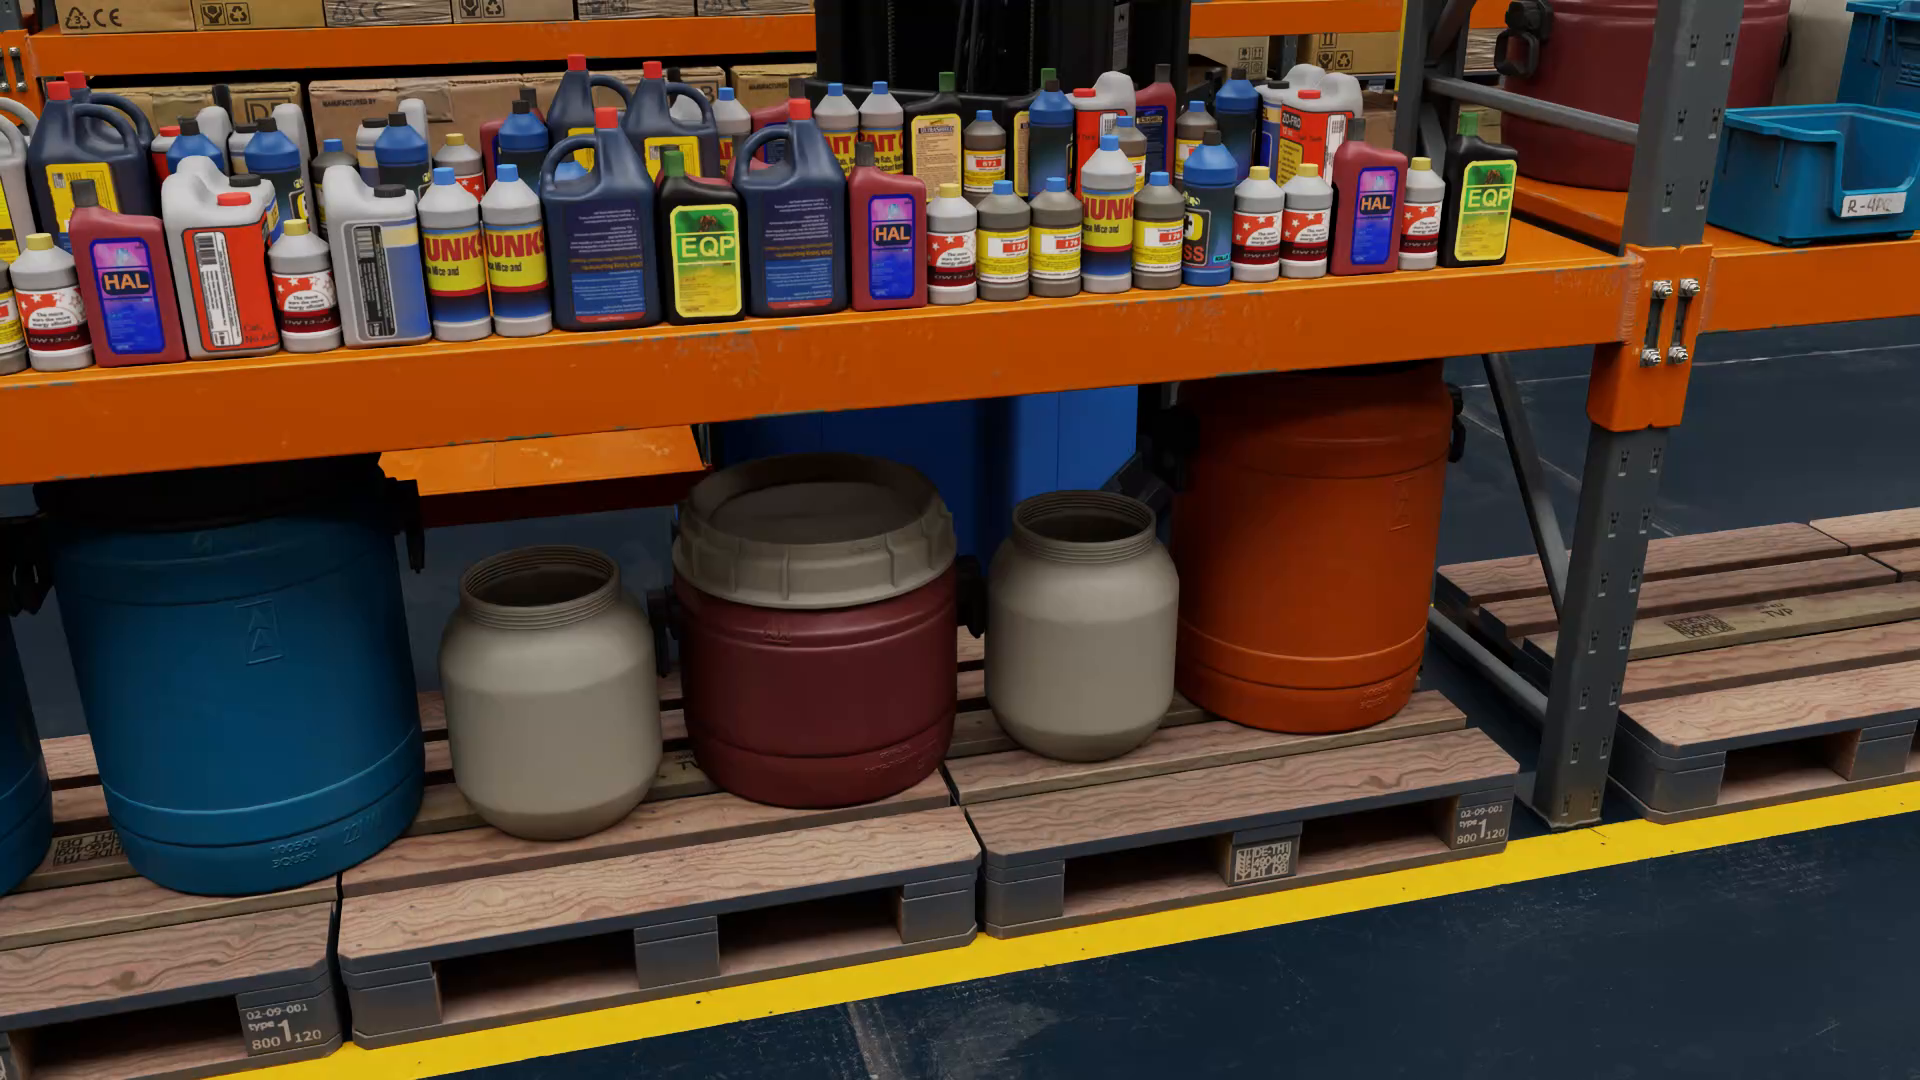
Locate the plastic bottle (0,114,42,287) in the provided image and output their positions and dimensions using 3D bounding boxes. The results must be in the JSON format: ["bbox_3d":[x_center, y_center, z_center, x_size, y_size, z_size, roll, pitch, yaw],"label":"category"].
[{"bbox_3d":[-1.766,-0.638,2.994,0.185,0.351,0.144,-6,24,-14],"label":"plastic bottle"}]

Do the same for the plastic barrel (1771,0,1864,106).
[{"bbox_3d":[2.183,-1.161,4.010,0.421,0.512,0.421,0,23,0],"label":"plastic barrel"}]

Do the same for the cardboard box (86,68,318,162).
[{"bbox_3d":[-3.329,-1.666,7.490,0.875,0.875,1.225,-6,24,-14],"label":"cardboard box"}]

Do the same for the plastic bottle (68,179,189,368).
[{"bbox_3d":[-1.278,-0.411,2.552,0.133,0.283,0.061,-6,24,-14],"label":"plastic bottle"}]

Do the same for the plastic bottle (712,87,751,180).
[{"bbox_3d":[-0.485,-0.811,3.500,0.097,0.271,0.097,0,23,0],"label":"plastic bottle"}]

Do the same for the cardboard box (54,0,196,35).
[{"bbox_3d":[-3.429,-2.373,6.850,0.500,0.500,0.500,-6,24,-14],"label":"cardboard box"}]

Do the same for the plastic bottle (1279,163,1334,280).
[{"bbox_3d":[0.637,-0.593,3.079,0.097,0.201,0.097,0,23,0],"label":"plastic bottle"}]

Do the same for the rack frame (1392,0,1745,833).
[{"bbox_3d":[1.250,-0.919,3.587,0.127,3.000,1.000,-6,24,-14],"label":"rack frame"}]

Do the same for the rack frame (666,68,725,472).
[{"bbox_3d":[-0.629,-0.354,4.083,0.032,1.500,0.500,-6,24,-13],"label":"rack frame"}]

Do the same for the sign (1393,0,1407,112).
[{"bbox_3d":[1.094,-1.202,4.040,0.005,0.325,0.100,-6,24,-14],"label":"sign"}]

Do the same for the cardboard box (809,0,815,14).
[{"bbox_3d":[-0.496,-2.699,7.608,0.500,0.500,0.500,-6,24,-13],"label":"cardboard box"}]

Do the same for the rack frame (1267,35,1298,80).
[{"bbox_3d":[2.521,-5.119,13.377,0.127,3.000,1.000,-6,24,-14],"label":"rack frame"}]

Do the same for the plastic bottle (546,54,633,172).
[{"bbox_3d":[-0.744,-0.810,3.395,0.185,0.351,0.144,-6,24,-14],"label":"plastic bottle"}]

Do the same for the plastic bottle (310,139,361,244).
[{"bbox_3d":[-1.238,-0.696,3.320,0.097,0.201,0.097,0,23,0],"label":"plastic bottle"}]

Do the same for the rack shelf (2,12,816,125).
[{"bbox_3d":[-2.014,-2.256,7.615,4.000,0.370,1.077,-6,24,-14],"label":"rack shelf"}]

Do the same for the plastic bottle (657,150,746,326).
[{"bbox_3d":[-0.431,-0.505,2.770,0.133,0.283,0.061,-6,24,-14],"label":"plastic bottle"}]

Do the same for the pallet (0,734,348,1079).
[{"bbox_3d":[-1.847,0.722,3.299,1.213,0.211,1.003,-6,24,-14],"label":"pallet"}]

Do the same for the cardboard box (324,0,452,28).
[{"bbox_3d":[-2.463,-2.480,7.100,0.500,0.500,0.500,-7,24,-16],"label":"cardboard box"}]

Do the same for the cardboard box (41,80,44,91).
[{"bbox_3d":[-6.178,-3.074,11.316,0.250,0.149,0.380,-6,24,-14],"label":"cardboard box"}]

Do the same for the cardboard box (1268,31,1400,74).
[{"bbox_3d":[3.145,-4.376,13.807,0.875,0.875,0.875,-6,24,-14],"label":"cardboard box"}]

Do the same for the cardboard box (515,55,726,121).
[{"bbox_3d":[-1.619,-1.858,7.939,0.875,0.875,1.225,-6,24,-14],"label":"cardboard box"}]

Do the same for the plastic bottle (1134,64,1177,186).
[{"bbox_3d":[0.417,-0.924,3.748,0.133,0.283,0.061,-6,24,-14],"label":"plastic bottle"}]

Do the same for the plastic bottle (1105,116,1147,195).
[{"bbox_3d":[0.352,-0.810,3.585,0.097,0.201,0.097,0,23,0],"label":"plastic bottle"}]

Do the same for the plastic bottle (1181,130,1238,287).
[{"bbox_3d":[0.450,-0.604,3.017,0.097,0.271,0.097,0,23,0],"label":"plastic bottle"}]

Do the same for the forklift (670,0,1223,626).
[{"bbox_3d":[0.249,-1.572,5.196,1.130,2.935,3.031,10,25,22],"label":"forklift"}]

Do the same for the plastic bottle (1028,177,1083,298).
[{"bbox_3d":[0.169,-0.541,2.958,0.097,0.201,0.097,0,23,0],"label":"plastic bottle"}]

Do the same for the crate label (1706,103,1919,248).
[{"bbox_3d":[1.757,-0.745,3.393,0.416,0.233,0.303,-6,24,-14],"label":"crate label"}]

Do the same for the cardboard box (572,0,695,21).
[{"bbox_3d":[-1.477,-2.591,7.358,0.500,0.500,0.500,-7,24,-16],"label":"cardboard box"}]

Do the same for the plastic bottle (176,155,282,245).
[{"bbox_3d":[-1.203,-0.497,2.761,0.135,0.276,0.152,-6,24,-14],"label":"plastic bottle"}]

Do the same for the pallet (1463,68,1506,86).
[{"bbox_3d":[4.451,-4.020,14.352,1.213,0.211,1.003,-6,24,-14],"label":"pallet"}]

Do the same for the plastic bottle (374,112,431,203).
[{"bbox_3d":[-1.068,-0.685,3.205,0.097,0.271,0.097,0,23,0],"label":"plastic bottle"}]

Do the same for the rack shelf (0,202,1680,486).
[{"bbox_3d":[-0.676,-0.375,3.233,4.000,0.370,1.077,-6,24,-14],"label":"rack shelf"}]

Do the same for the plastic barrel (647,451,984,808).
[{"bbox_3d":[-0.304,0.175,3.563,0.708,0.588,0.600,-6,24,-14],"label":"plastic barrel"}]

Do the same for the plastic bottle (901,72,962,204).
[{"bbox_3d":[-0.063,-0.871,3.624,0.133,0.283,0.061,-6,24,-14],"label":"plastic bottle"}]

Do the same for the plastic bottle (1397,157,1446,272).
[{"bbox_3d":[0.860,-0.617,3.136,0.097,0.201,0.097,0,23,0],"label":"plastic bottle"}]

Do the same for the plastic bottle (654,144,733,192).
[{"bbox_3d":[-0.448,-0.528,2.824,0.133,0.283,0.061,-6,24,-14],"label":"plastic bottle"}]

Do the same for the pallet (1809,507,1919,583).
[{"bbox_3d":[3.179,0.166,4.595,1.213,0.211,1.003,-6,24,-14],"label":"pallet"}]

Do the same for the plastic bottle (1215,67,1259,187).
[{"bbox_3d":[0.627,-0.934,3.787,0.097,0.271,0.097,0,23,0],"label":"plastic bottle"}]

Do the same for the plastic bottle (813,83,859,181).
[{"bbox_3d":[-0.263,-0.836,3.557,0.097,0.271,0.097,0,23,0],"label":"plastic bottle"}]

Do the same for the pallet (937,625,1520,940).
[{"bbox_3d":[0.502,0.462,3.905,1.213,0.211,1.003,-6,24,-14],"label":"pallet"}]

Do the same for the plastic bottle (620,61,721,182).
[{"bbox_3d":[-0.574,-0.766,3.294,0.185,0.351,0.144,-6,24,-14],"label":"plastic bottle"}]

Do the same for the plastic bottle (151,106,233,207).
[{"bbox_3d":[-1.472,-0.693,3.219,0.135,0.276,0.152,-6,24,-14],"label":"plastic bottle"}]

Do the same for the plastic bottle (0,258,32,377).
[{"bbox_3d":[-1.488,-0.358,2.531,0.097,0.201,0.097,0,23,0],"label":"plastic bottle"}]

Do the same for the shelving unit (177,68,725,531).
[{"bbox_3d":[-1.131,-0.302,3.966,1.083,1.500,0.587,-6,24,-13],"label":"shelving unit"}]

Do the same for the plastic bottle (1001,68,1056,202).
[{"bbox_3d":[0.159,-0.896,3.681,0.133,0.283,0.061,-6,24,-14],"label":"plastic bottle"}]

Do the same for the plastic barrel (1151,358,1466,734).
[{"bbox_3d":[0.783,-0.056,3.796,0.708,0.830,0.600,-6,24,-14],"label":"plastic barrel"}]

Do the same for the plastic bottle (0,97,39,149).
[{"bbox_3d":[-1.805,-0.692,3.122,0.185,0.351,0.144,-6,24,-14],"label":"plastic bottle"}]

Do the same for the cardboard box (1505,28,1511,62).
[{"bbox_3d":[4.890,-4.570,14.259,0.875,0.875,0.875,-7,24,-15],"label":"cardboard box"}]

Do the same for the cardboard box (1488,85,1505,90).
[{"bbox_3d":[3.166,-2.222,9.236,0.500,0.500,0.700,-8,25,-18],"label":"cardboard box"}]

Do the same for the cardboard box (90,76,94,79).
[{"bbox_3d":[-5.927,-3.215,11.267,0.250,0.149,0.380,-7,24,-15],"label":"cardboard box"}]

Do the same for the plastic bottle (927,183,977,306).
[{"bbox_3d":[-0.019,-0.520,2.910,0.097,0.201,0.097,0,23,0],"label":"plastic bottle"}]

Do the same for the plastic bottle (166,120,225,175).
[{"bbox_3d":[-1.420,-0.646,3.114,0.097,0.271,0.097,0,23,0],"label":"plastic bottle"}]

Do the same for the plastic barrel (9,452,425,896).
[{"bbox_3d":[-1.391,0.152,3.221,0.708,0.901,0.600,-6,24,-14],"label":"plastic barrel"}]

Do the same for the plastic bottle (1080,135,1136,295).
[{"bbox_3d":[0.262,-0.583,2.969,0.097,0.271,0.097,0,23,0],"label":"plastic bottle"}]

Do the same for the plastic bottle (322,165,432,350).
[{"bbox_3d":[-0.938,-0.464,2.684,0.135,0.276,0.152,-6,24,-14],"label":"plastic bottle"}]

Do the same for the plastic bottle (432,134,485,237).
[{"bbox_3d":[-1.015,-0.721,3.377,0.097,0.201,0.097,0,23,0],"label":"plastic bottle"}]

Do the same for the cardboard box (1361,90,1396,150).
[{"bbox_3d":[2.163,-2.118,8.995,0.500,0.500,0.700,-8,25,-19],"label":"cardboard box"}]

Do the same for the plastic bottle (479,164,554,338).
[{"bbox_3d":[-0.725,-0.474,2.714,0.097,0.271,0.097,0,23,0],"label":"plastic bottle"}]
